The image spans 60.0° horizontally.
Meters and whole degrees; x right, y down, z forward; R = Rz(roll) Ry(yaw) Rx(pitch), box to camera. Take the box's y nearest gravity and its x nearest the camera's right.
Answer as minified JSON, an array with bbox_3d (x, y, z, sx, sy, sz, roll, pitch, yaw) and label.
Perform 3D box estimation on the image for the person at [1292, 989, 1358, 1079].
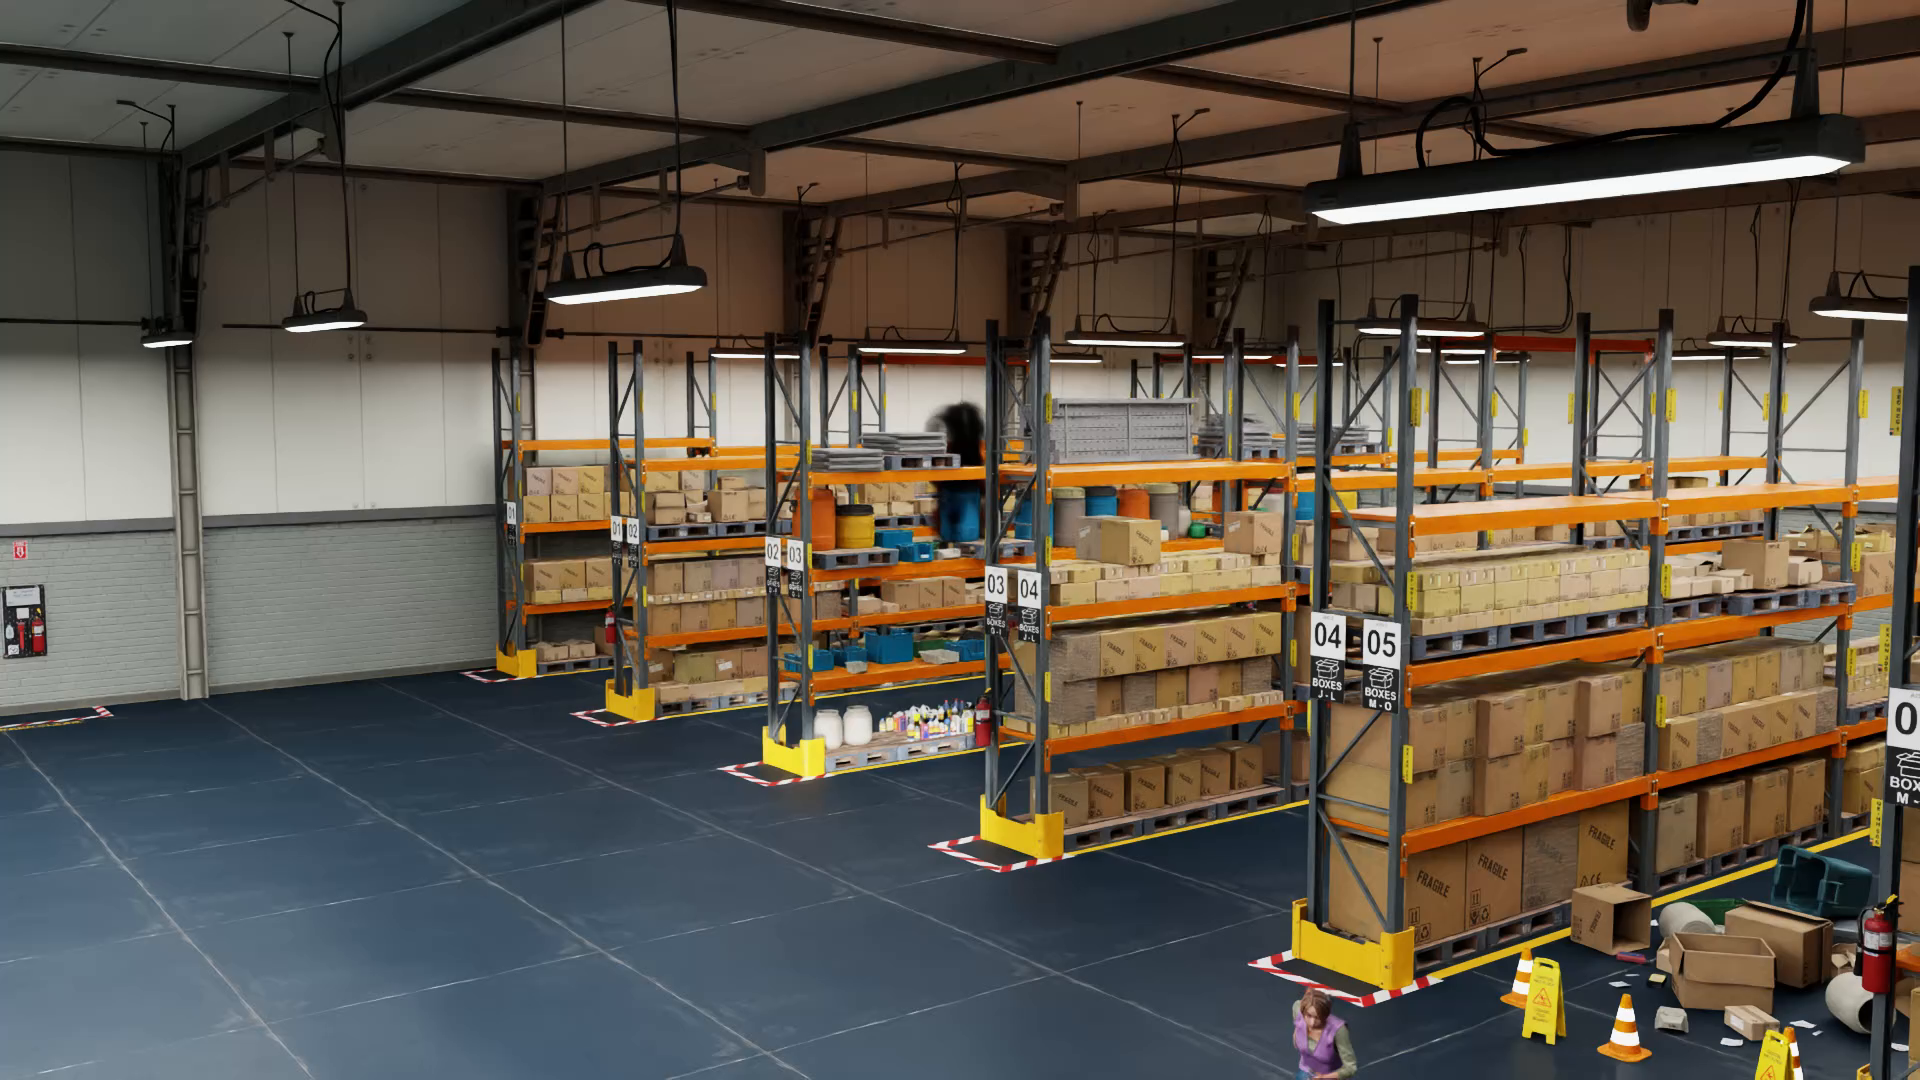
[{"bbox_3d":[2.367,3.523,10.782,0.554,1.354,1.027,3,6,31],"label":"person"}]
